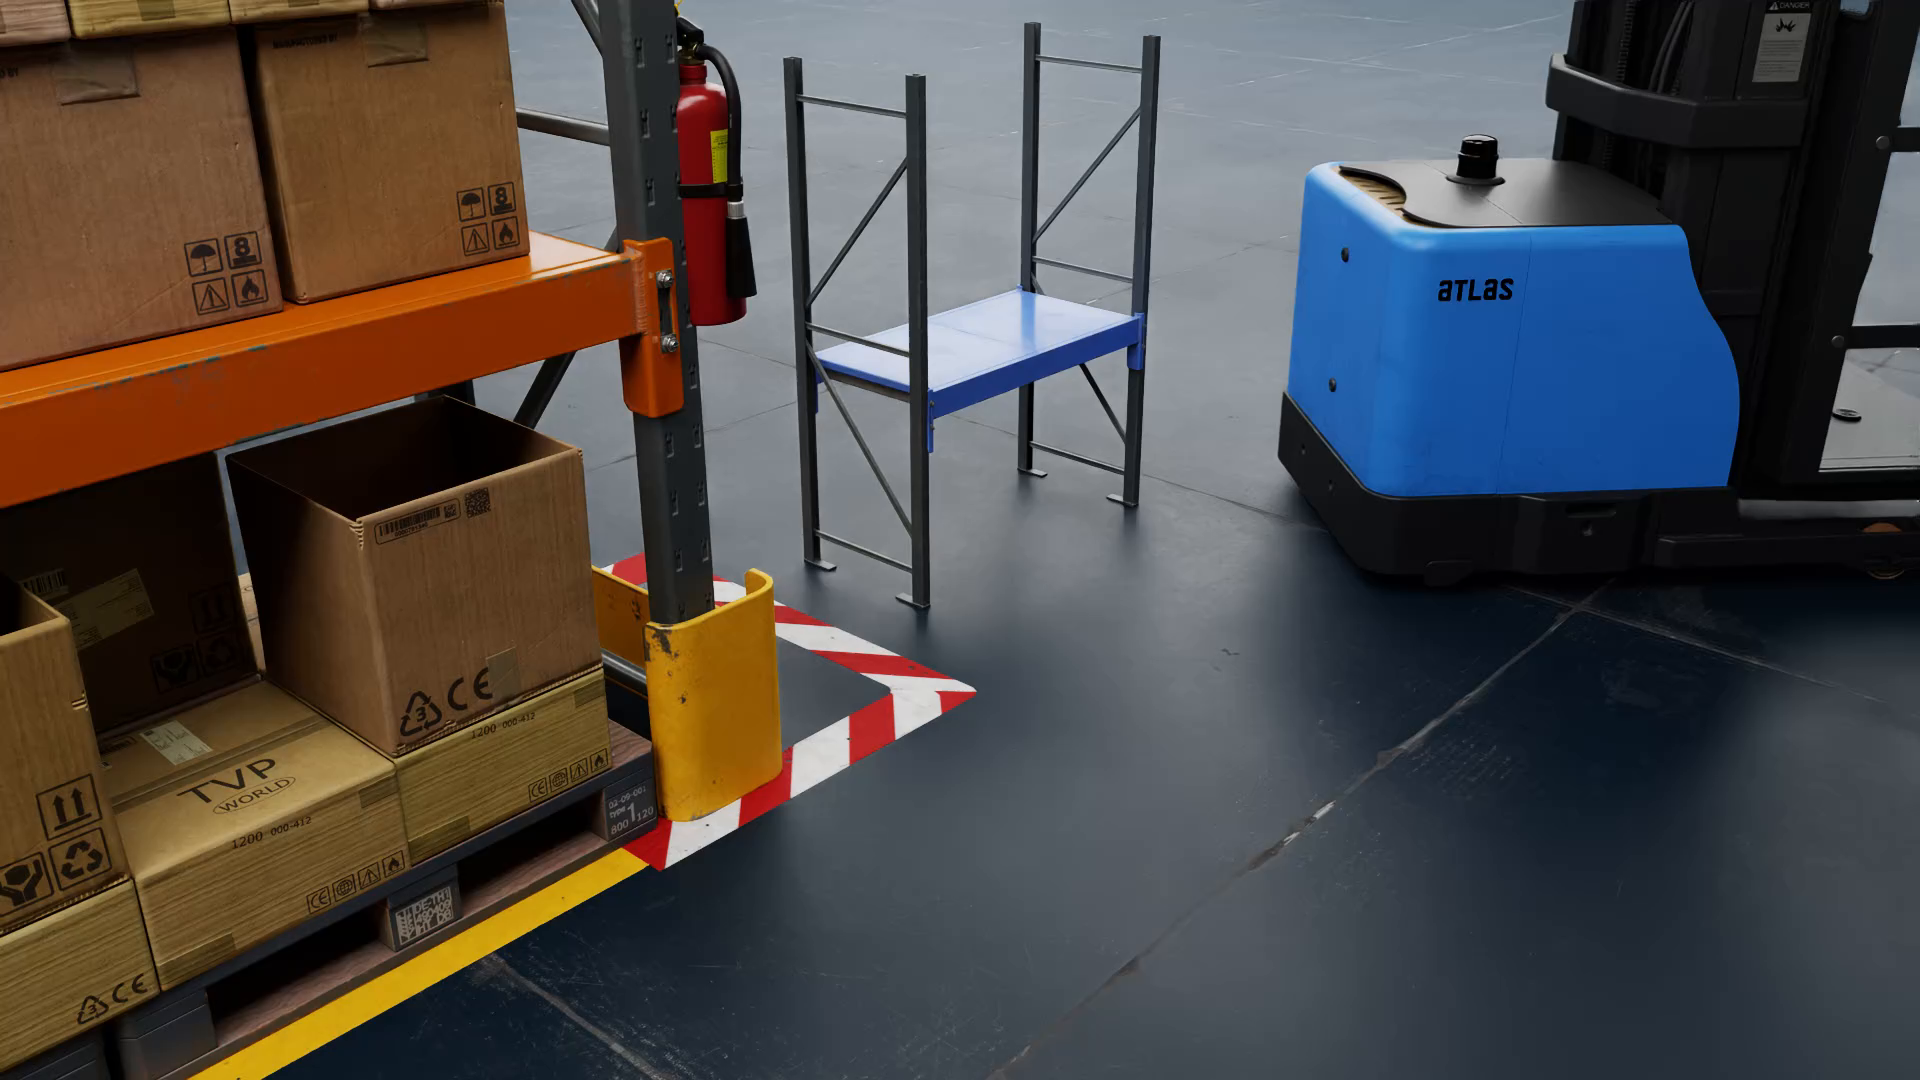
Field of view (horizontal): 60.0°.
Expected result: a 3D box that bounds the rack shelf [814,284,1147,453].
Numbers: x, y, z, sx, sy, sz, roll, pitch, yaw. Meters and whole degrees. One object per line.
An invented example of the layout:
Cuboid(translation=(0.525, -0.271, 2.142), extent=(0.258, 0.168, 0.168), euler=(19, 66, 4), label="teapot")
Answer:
Cuboid(translation=(0.057, -0.546, 5.075), extent=(0.538, 0.185, 1.000), euler=(20, 31, 38), label="rack shelf")

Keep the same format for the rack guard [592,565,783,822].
Cuboid(translation=(-0.952, 0.217, 4.154), extent=(1.175, 0.500, 0.348), euler=(20, 31, 38), label="rack guard")

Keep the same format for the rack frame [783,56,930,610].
Cuboid(translation=(-0.282, -0.555, 4.656), extent=(0.500, 1.500, 0.032), euler=(20, 31, 38), label="rack frame")

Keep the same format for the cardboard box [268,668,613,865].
Cuboid(translation=(-1.106, 0.391, 3.559), extent=(0.500, 0.250, 0.500), euler=(20, 31, 38), label="cardboard box")

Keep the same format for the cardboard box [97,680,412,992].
Cuboid(translation=(-1.430, 0.547, 3.212), extent=(0.500, 0.250, 0.500), euler=(20, 31, 38), label="cardboard box")

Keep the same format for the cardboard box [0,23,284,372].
Cuboid(translation=(-1.636, -0.662, 2.937), extent=(0.700, 0.500, 0.500), euler=(21, 32, 39), label="cardboard box")

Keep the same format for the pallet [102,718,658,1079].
Cuboid(translation=(-1.447, 0.601, 3.652), extent=(1.003, 0.211, 1.213), euler=(20, 31, 38), label="pallet")

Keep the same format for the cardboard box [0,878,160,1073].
Cuboid(translation=(-1.763, 0.700, 2.871), extent=(0.500, 0.250, 0.500), euler=(20, 31, 38), label="cardboard box")

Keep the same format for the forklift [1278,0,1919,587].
Cuboid(translation=(2.637, -1.433, 4.864), extent=(3.031, 2.935, 1.130), euler=(-2, 24, -5), label="forklift")

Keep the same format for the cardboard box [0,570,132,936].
Cuboid(translation=(-1.760, 0.358, 2.716), extent=(0.500, 0.500, 0.500), euler=(20, 31, 38), label="cardboard box")

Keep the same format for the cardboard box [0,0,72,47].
Cuboid(translation=(-1.595, -0.855, 2.576), extent=(0.380, 0.149, 0.250), euler=(21, 31, 38), label="cardboard box")

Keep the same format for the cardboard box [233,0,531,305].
Cuboid(translation=(-1.289, -0.823, 3.297), extent=(0.700, 0.500, 0.500), euler=(20, 31, 38), label="cardboard box")

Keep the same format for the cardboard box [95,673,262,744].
Cuboid(translation=(-1.822, 0.403, 3.532), extent=(0.500, 0.250, 0.500), euler=(20, 31, 38), label="cardboard box")

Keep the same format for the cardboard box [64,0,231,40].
Cuboid(translation=(-1.425, -0.931, 2.745), extent=(0.380, 0.149, 0.250), euler=(20, 31, 37), label="cardboard box")

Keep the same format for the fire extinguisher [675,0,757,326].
Cuboid(translation=(-0.543, -0.790, 3.440), extent=(0.296, 0.674, 0.183), euler=(20, 31, 38), label="fire extinguisher")

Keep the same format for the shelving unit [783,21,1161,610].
Cuboid(translation=(0.057, -0.710, 5.001), extent=(0.538, 1.500, 1.048), euler=(20, 31, 38), label="shelving unit")

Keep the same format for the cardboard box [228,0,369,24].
Cuboid(translation=(-1.254, -1.009, 2.919), extent=(0.380, 0.149, 0.250), euler=(21, 32, 39), label="cardboard box")

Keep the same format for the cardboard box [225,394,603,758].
Cuboid(translation=(-1.104, 0.050, 3.404), extent=(0.500, 0.500, 0.500), euler=(20, 31, 38), label="cardboard box")

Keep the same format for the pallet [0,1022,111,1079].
Cuboid(translation=(-2.261, 0.971, 2.827), extent=(1.003, 0.211, 1.213), euler=(20, 31, 38), label="pallet")

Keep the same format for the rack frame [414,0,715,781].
Cuboid(translation=(-0.968, -0.916, 3.627), extent=(1.000, 3.000, 0.127), euler=(20, 31, 38), label="rack frame")

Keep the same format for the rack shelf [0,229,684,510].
Cuboid(translation=(-2.302, 0.022, 2.415), extent=(1.077, 0.370, 4.000), euler=(20, 31, 38), label="rack shelf")

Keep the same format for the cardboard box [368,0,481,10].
Cuboid(translation=(-1.081, -1.089, 3.098), extent=(0.380, 0.149, 0.250), euler=(20, 31, 37), label="cardboard box")

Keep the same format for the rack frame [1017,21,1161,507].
Cuboid(translation=(0.396, -0.865, 5.347), extent=(0.500, 1.500, 0.032), euler=(20, 31, 38), label="rack frame")

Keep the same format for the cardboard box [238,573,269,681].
Cuboid(translation=(-1.491, 0.250, 3.874), extent=(0.500, 0.250, 0.500), euler=(20, 31, 38), label="cardboard box")

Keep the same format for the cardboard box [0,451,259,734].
Cuboid(translation=(-1.823, 0.060, 3.380), extent=(0.500, 0.500, 0.500), euler=(20, 31, 38), label="cardboard box")
